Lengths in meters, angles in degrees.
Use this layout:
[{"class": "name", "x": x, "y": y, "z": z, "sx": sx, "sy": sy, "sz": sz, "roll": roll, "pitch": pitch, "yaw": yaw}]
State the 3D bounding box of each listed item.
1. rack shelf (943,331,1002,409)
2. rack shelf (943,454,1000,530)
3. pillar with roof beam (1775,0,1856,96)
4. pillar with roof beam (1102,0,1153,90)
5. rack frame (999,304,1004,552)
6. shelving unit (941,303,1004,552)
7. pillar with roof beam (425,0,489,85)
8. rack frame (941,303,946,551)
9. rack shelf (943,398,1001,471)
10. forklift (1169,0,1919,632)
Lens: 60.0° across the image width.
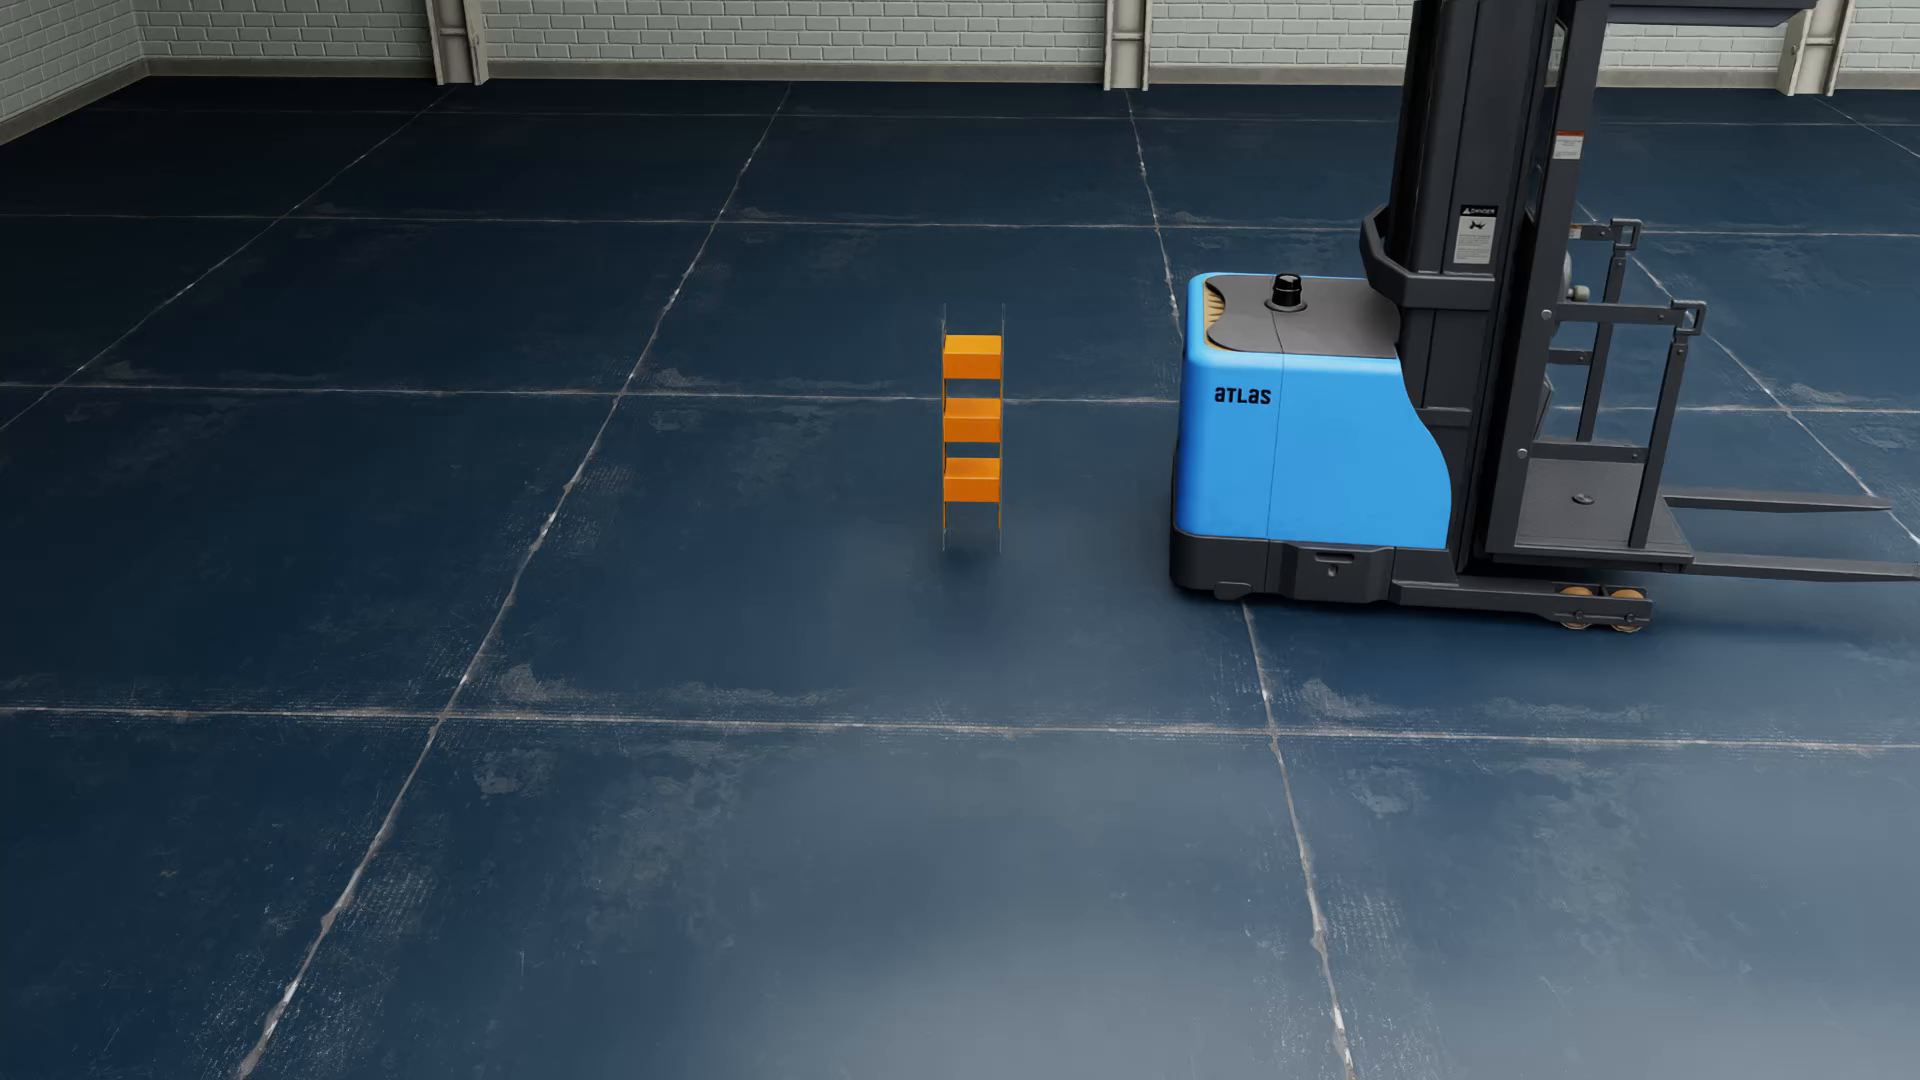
[{"class": "rack shelf", "x": 0.053, "y": -0.704, "z": 6.874, "sx": 0.240, "sy": 0.259, "sz": 0.215, "roll": 1, "pitch": 28, "yaw": 2}, {"class": "rack shelf", "x": 0.053, "y": -0.208, "z": 7.138, "sx": 0.240, "sy": 0.259, "sz": 0.215, "roll": 1, "pitch": 28, "yaw": 2}, {"class": "pillar with roof beam", "x": 7.326, "y": -5.937, "z": 8.842, "sx": 0.400, "sy": 9.000, "sz": 9.100, "roll": 1, "pitch": 28, "yaw": 2}, {"class": "pillar with roof beam", "x": 1.329, "y": -6.036, "z": 9.029, "sx": 0.400, "sy": 9.000, "sz": 9.100, "roll": 1, "pitch": 28, "yaw": 2}, {"class": "rack frame", "x": 0.175, "y": -0.461, "z": 6.999, "sx": 0.008, "sy": 1.050, "sz": 0.200, "roll": 1, "pitch": 28, "yaw": 2}, {"class": "shelving unit", "x": 0.053, "y": -0.463, "z": 7.002, "sx": 0.252, "sy": 1.050, "sz": 0.215, "roll": 1, "pitch": 28, "yaw": 2}, {"class": "pillar with roof beam", "x": -4.667, "y": -6.135, "z": 9.216, "sx": 0.400, "sy": 9.000, "sz": 9.100, "roll": 1, "pitch": 28, "yaw": 2}, {"class": "rack frame", "x": -0.068, "y": -0.465, "z": 7.006, "sx": 0.008, "sy": 1.050, "sz": 0.200, "roll": 1, "pitch": 28, "yaw": 2}, {"class": "rack shelf", "x": 0.053, "y": -0.454, "z": 7.007, "sx": 0.240, "sy": 0.259, "sz": 0.215, "roll": 1, "pitch": 28, "yaw": 2}, {"class": "forklift", "x": 2.413, "y": -1.195, "z": 6.376, "sx": 3.031, "sy": 2.935, "sz": 1.130, "roll": 3, "pitch": 28, "yaw": 6}]
